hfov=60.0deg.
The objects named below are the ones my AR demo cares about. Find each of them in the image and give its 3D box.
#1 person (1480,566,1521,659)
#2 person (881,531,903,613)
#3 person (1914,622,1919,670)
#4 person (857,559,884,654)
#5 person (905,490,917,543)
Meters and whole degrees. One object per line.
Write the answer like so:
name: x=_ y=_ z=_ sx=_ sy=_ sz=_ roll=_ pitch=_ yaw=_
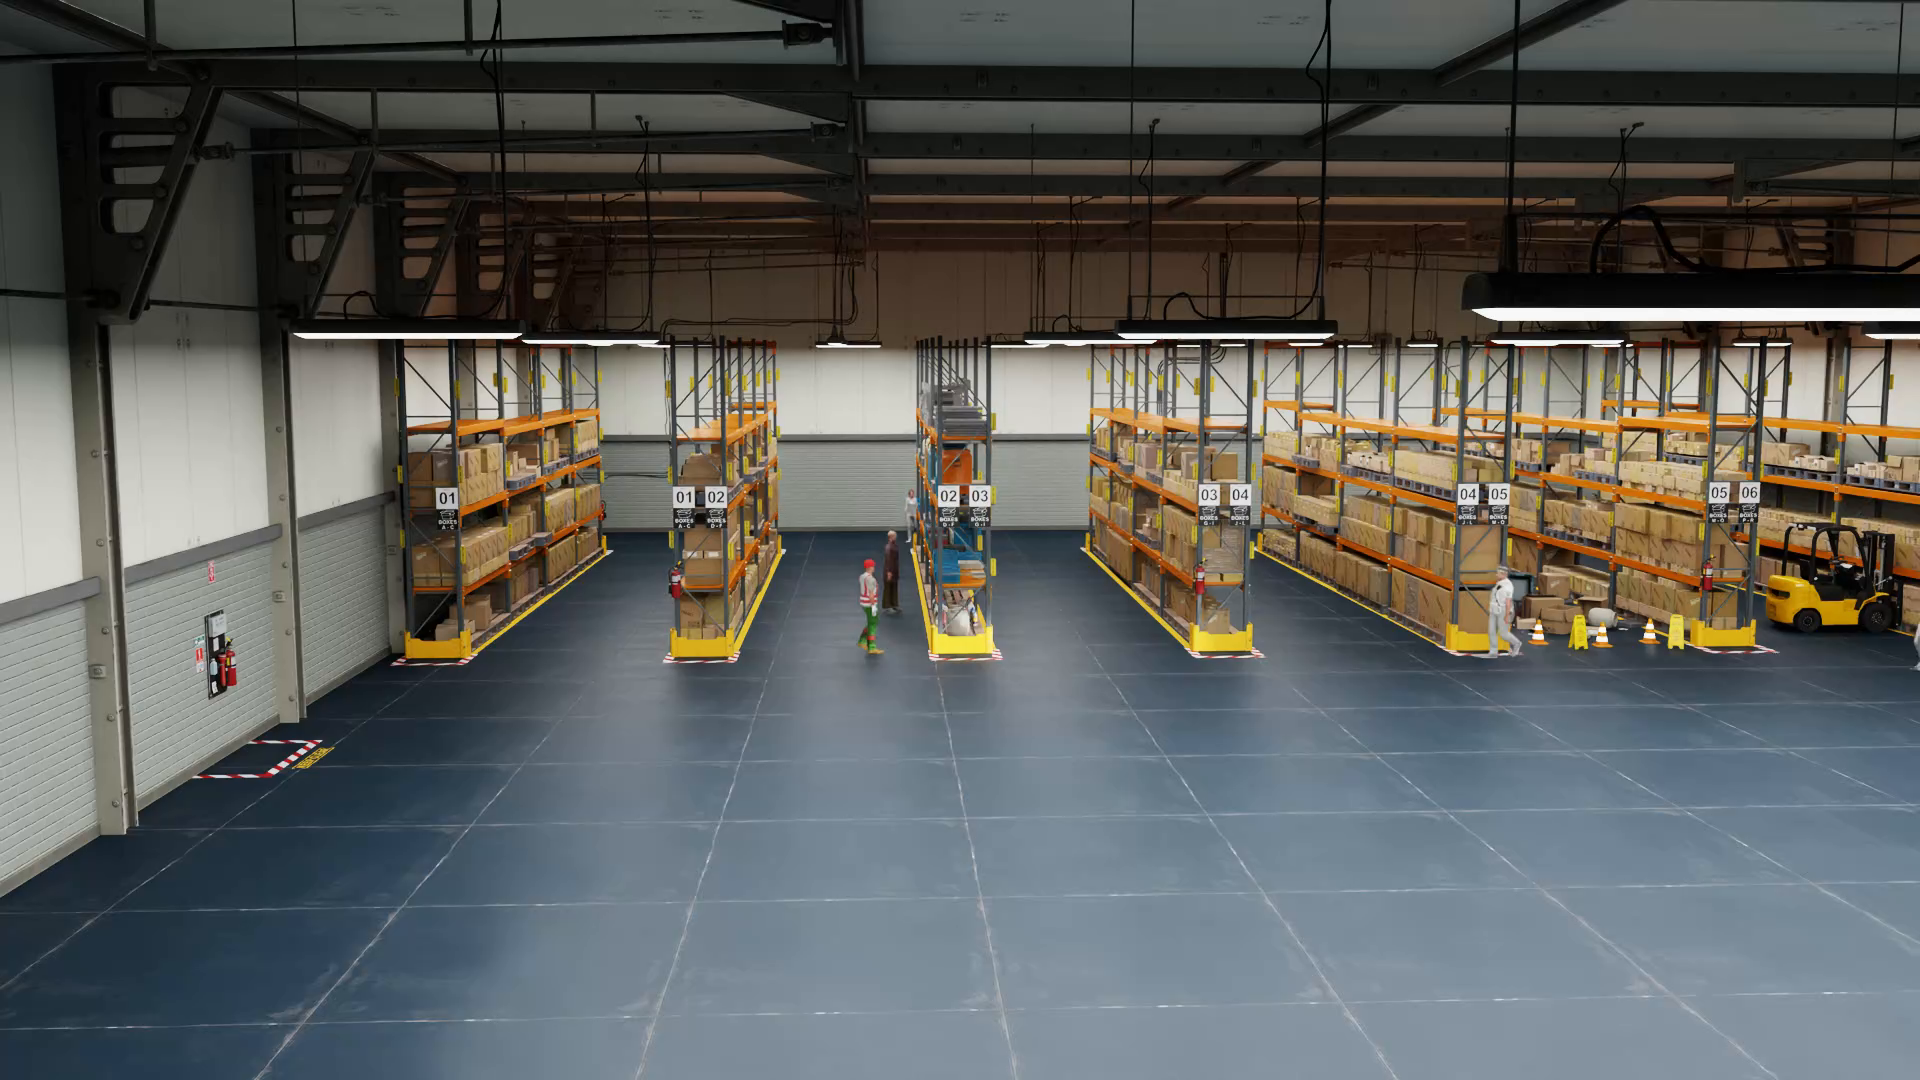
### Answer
person: x=10.083 y=1.344 z=30.856 sx=0.699 sy=1.748 sz=0.530 roll=-3 pitch=7 yaw=-27
person: x=-1.486 y=0.694 z=36.467 sx=0.460 sy=1.799 sz=0.597 roll=1 pitch=7 yaw=13
person: x=17.440 y=1.522 z=29.883 sx=0.438 sy=1.713 sz=0.494 roll=-3 pitch=7 yaw=-24
person: x=-1.689 y=1.257 z=31.620 sx=0.416 sy=1.802 sz=0.646 roll=-2 pitch=7 yaw=-17
person: x=-1.443 y=-0.734 z=49.909 sx=0.425 sy=1.579 sz=0.761 roll=0 pitch=6 yaw=2
